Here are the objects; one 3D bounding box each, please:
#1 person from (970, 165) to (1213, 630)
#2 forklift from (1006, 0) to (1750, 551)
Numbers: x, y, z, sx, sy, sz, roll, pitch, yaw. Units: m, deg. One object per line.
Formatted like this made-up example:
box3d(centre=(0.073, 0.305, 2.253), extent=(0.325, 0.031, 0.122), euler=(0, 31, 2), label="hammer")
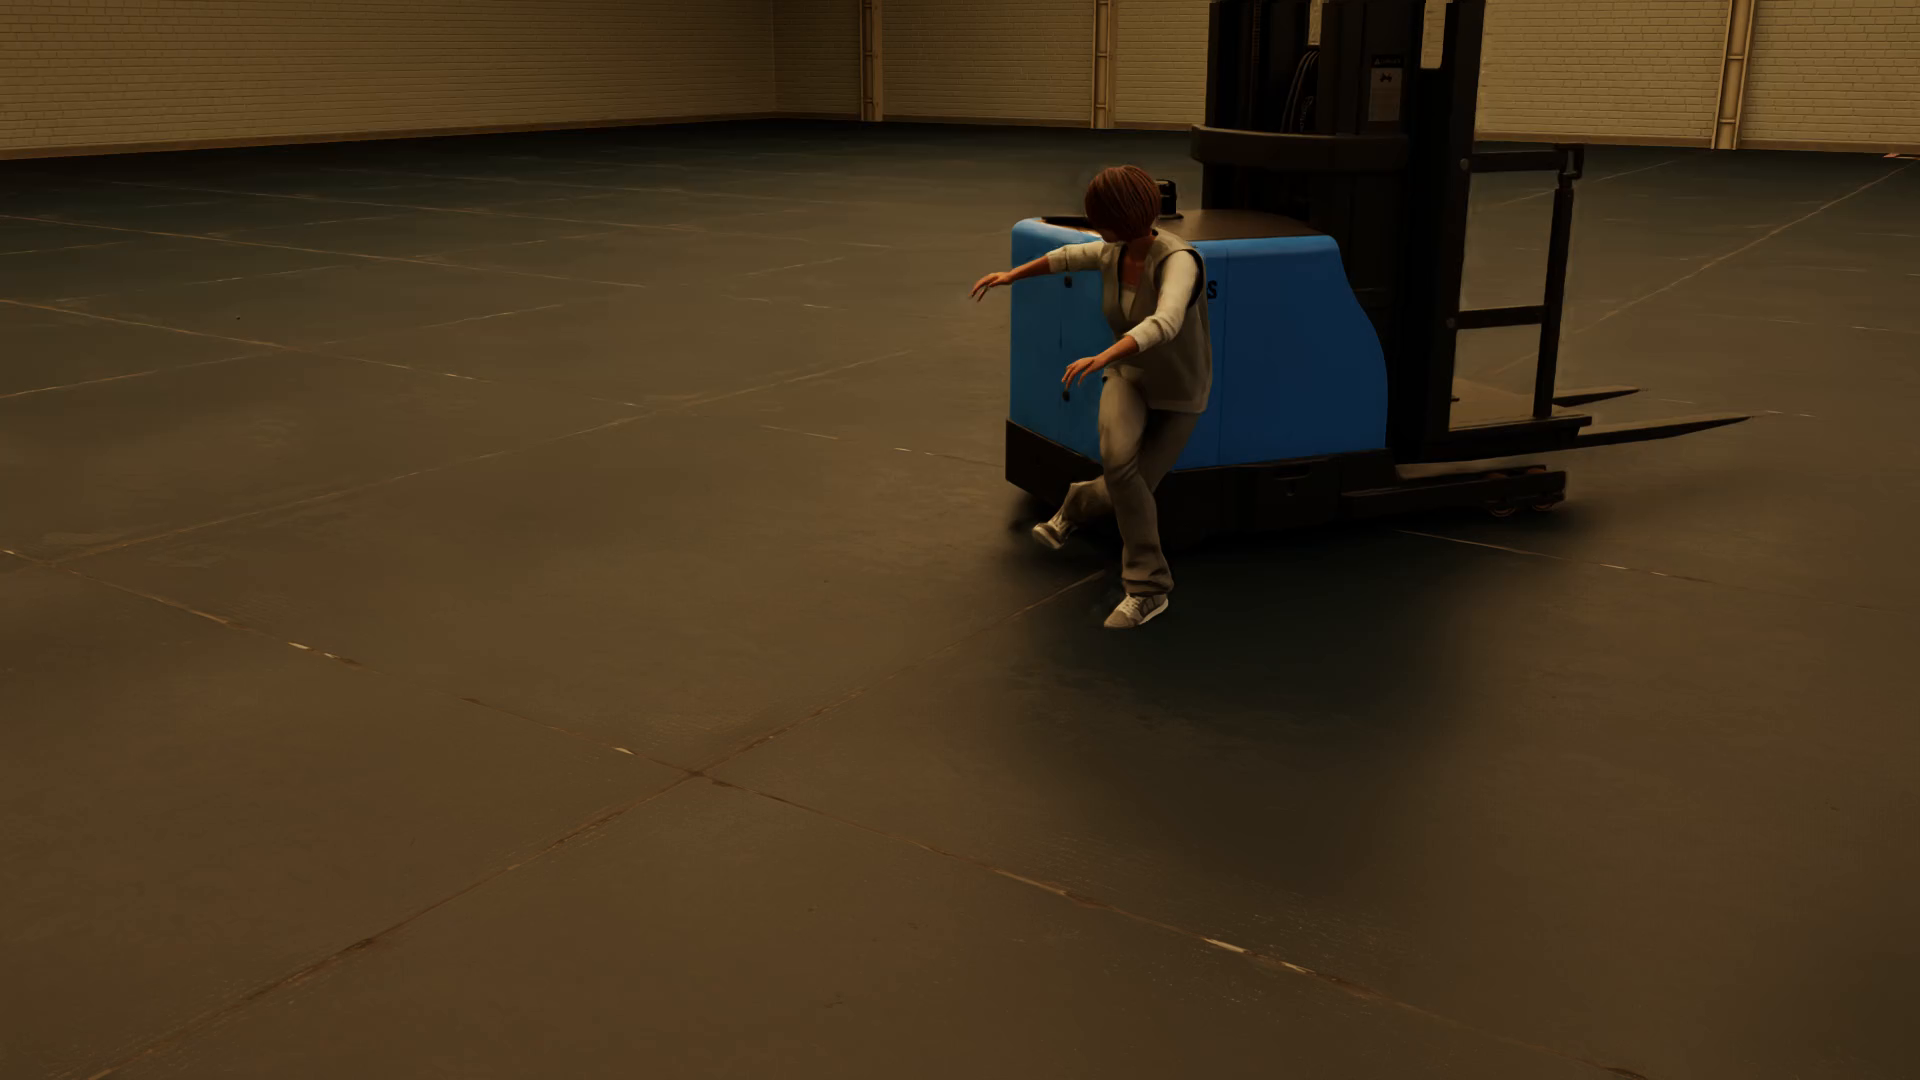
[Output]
box3d(centre=(0.362, -0.442, 5.118), extent=(0.758, 1.387, 1.034), euler=(7, 18, 22), label="person")
box3d(centre=(1.745, -1.621, 6.253), extent=(3.031, 2.935, 1.130), euler=(-7, 18, -22), label="forklift")
